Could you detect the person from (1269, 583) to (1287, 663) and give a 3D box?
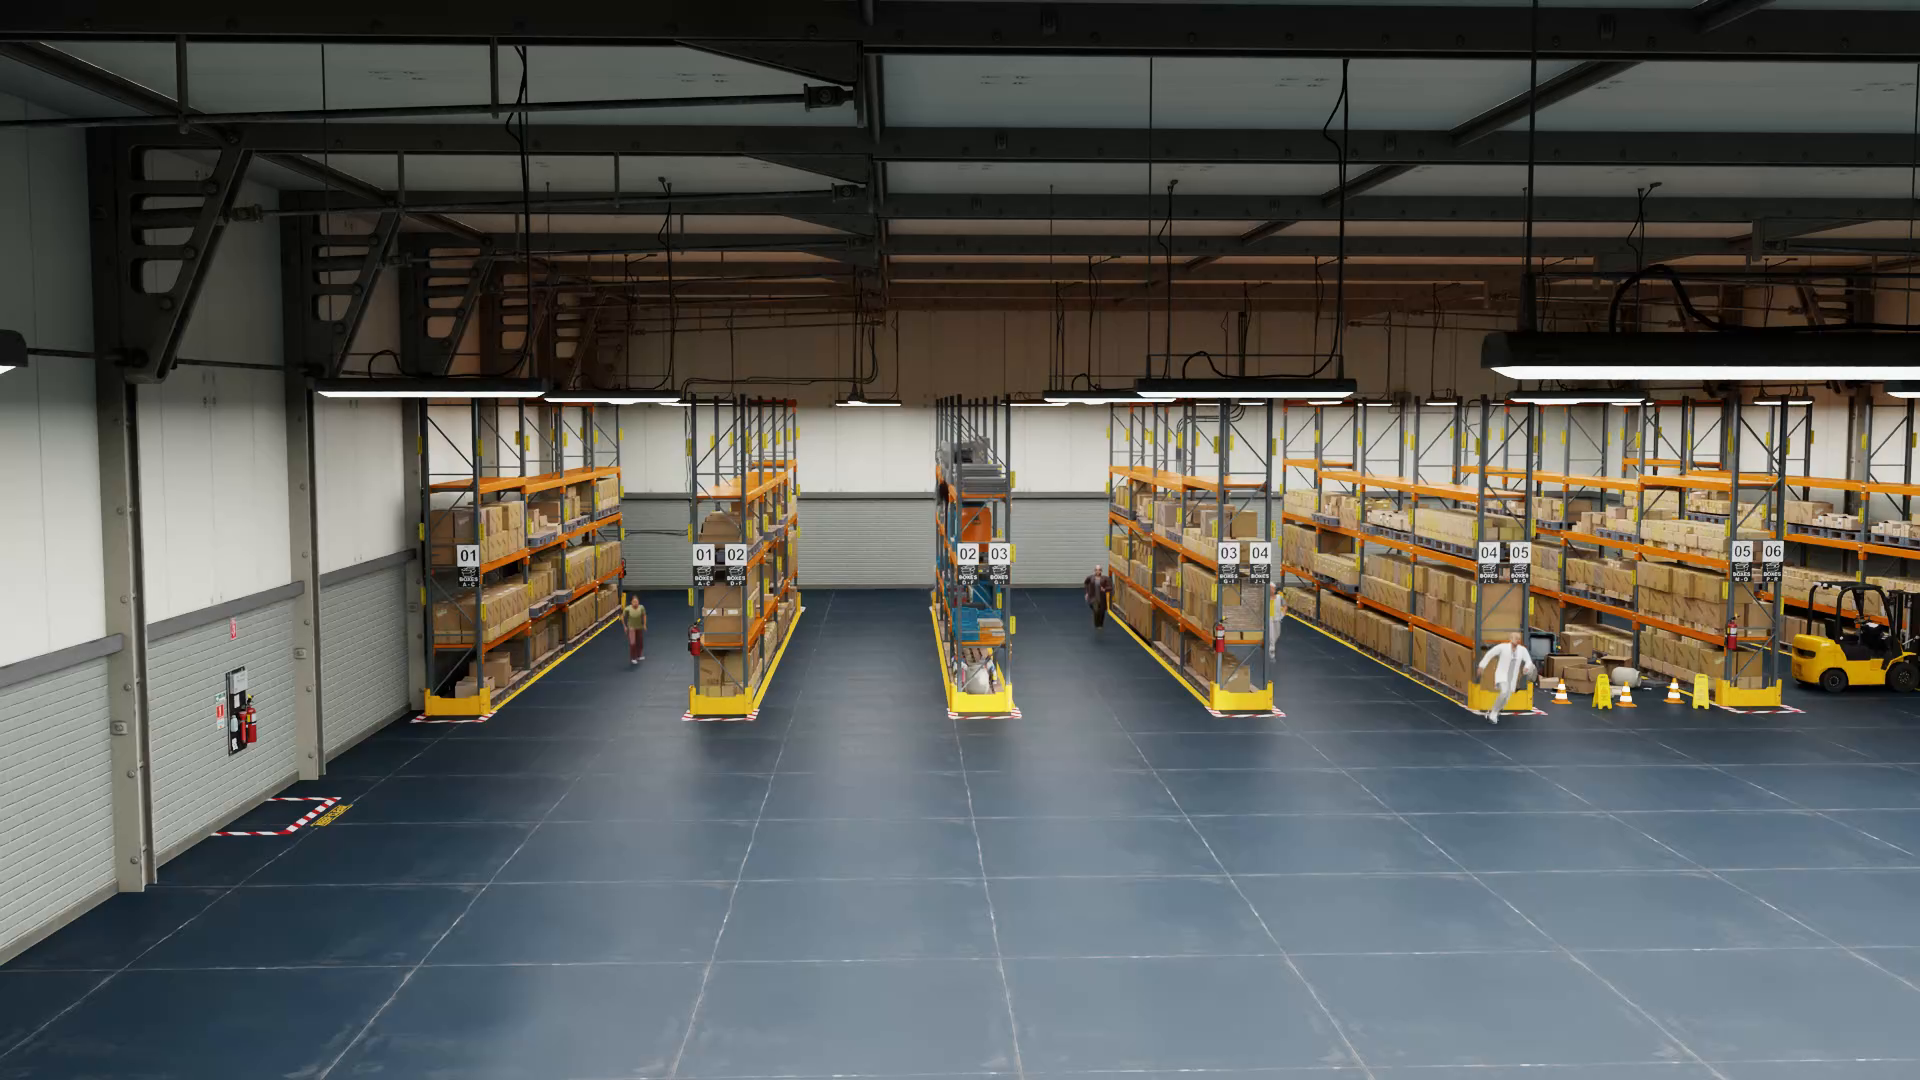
[{"bbox_3d":[7.104,1.859,37.831,0.647,1.801,0.832,0,5,-5],"label":"person"}]

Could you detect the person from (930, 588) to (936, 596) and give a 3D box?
[{"bbox_3d":[-0.375,1.001,49.569,1.034,1.736,0.704,1,5,7],"label":"person"}]

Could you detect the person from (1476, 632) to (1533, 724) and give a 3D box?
[{"bbox_3d":[9.981,2.514,30.294,0.877,1.691,0.754,-1,5,-12],"label":"person"}]

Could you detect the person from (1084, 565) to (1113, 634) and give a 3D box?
[{"bbox_3d":[3.419,1.486,41.094,0.694,1.739,1.047,0,5,3],"label":"person"}]

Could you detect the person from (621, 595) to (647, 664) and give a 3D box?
[{"bbox_3d":[-7.353,1.985,37.482,0.624,1.554,0.763,-3,5,-31],"label":"person"}]
